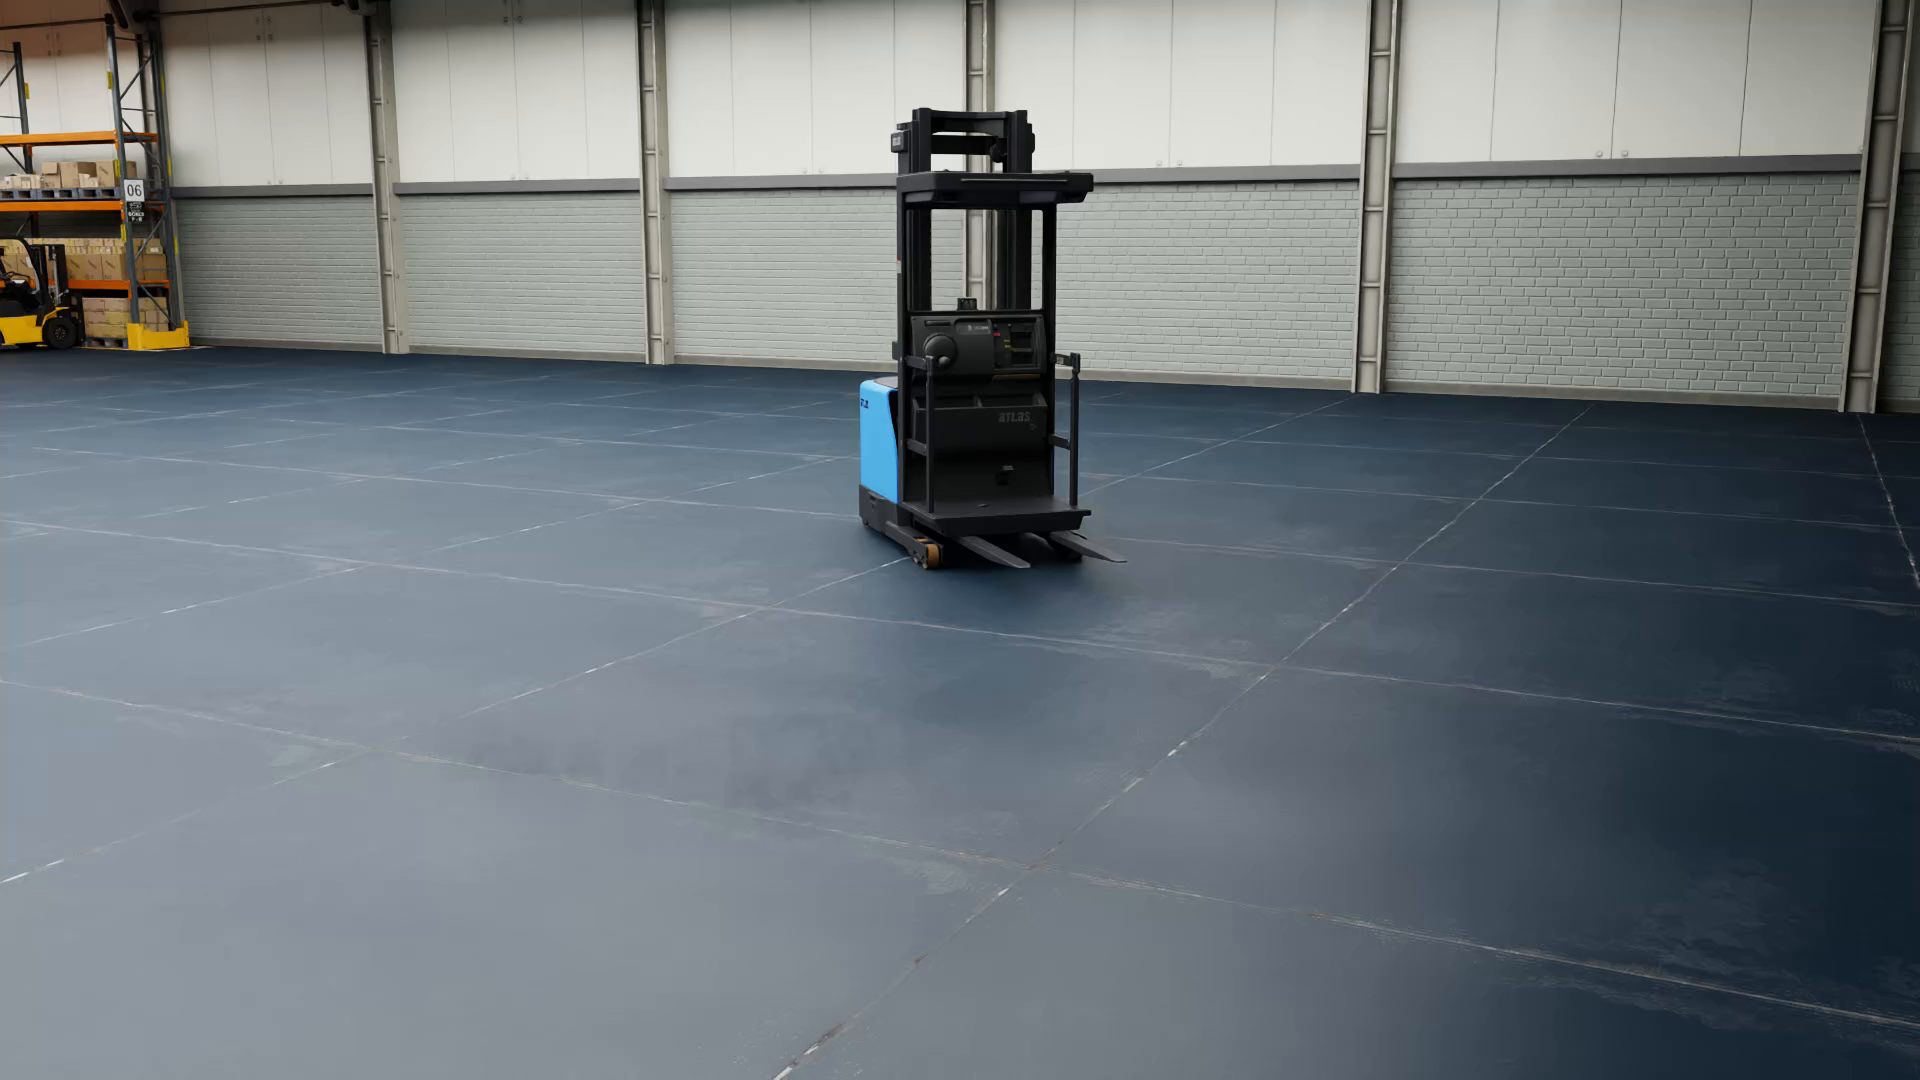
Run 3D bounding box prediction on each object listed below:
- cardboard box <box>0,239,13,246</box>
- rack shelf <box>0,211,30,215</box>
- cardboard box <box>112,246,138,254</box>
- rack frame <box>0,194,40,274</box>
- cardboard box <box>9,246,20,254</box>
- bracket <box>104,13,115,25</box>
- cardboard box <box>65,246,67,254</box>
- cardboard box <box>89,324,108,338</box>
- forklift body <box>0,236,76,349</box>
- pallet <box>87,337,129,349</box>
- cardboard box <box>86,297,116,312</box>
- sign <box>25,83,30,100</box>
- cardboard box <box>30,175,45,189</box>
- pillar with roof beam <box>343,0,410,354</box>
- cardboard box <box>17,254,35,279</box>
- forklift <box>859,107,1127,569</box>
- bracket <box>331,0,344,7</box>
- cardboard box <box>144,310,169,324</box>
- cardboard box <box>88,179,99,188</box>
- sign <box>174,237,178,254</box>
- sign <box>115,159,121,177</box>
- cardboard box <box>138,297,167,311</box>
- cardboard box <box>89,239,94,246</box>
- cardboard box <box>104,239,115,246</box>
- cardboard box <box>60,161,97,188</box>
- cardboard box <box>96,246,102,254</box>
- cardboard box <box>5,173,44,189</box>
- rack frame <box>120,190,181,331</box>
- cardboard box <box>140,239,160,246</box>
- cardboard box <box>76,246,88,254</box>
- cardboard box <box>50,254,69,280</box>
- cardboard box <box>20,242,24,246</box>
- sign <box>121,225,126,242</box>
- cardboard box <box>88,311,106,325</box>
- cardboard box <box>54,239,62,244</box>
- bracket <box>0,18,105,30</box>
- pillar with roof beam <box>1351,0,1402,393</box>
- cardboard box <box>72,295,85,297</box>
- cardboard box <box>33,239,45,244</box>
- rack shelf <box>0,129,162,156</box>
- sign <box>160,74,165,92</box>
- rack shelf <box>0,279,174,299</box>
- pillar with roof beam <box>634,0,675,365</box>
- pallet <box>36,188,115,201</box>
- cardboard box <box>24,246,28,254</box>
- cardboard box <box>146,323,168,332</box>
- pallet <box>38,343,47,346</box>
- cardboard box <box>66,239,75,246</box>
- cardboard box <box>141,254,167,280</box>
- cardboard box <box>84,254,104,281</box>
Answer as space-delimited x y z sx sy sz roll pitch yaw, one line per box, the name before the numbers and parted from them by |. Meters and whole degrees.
cardboard box | -19.067 -5.983 33.428 0.250 0.149 0.380 5 12 27
rack shelf | -21.015 -6.820 34.590 4.000 0.370 1.077 5 11 26
cardboard box | -16.069 -5.577 32.018 0.250 0.149 0.380 5 11 27
rack frame | -19.221 -5.541 33.922 0.127 3.000 1.000 5 11 26
cardboard box | -18.819 -5.822 33.373 0.250 0.149 0.380 5 12 27
bracket | -16.389 -10.124 32.292 0.430 0.232 0.235 5 11 26
cardboard box | -17.414 -5.708 32.743 0.250 0.149 0.380 5 11 25
cardboard box | -16.637 -4.106 32.539 0.500 0.250 0.500 5 11 26
forklift body | -18.142 -4.666 31.472 1.214 2.155 2.313 5 11 26
pallet | -16.339 -3.907 32.725 1.213 0.211 1.003 5 11 26
cardboard box | -16.646 -4.597 32.441 0.500 0.250 0.500 5 12 27
sign | -18.954 -9.117 33.770 0.005 0.325 0.100 5 11 26
cardboard box | -18.025 -7.041 32.707 0.258 0.266 0.396 5 11 24
pillar with roof beam | -12.384 -7.216 26.334 0.548 9.000 9.100 5 11 26
cardboard box | -18.465 -5.475 33.278 0.500 0.500 0.500 5 12 27
forklift | 0.196 -1.336 10.881 1.130 2.935 3.031 -3 11 -18
bracket | -11.008 -9.651 29.679 0.430 0.232 0.235 5 11 26
cardboard box | -15.964 -4.395 32.732 0.500 0.250 0.500 5 12 27
cardboard box | -16.512 -6.851 31.982 0.250 0.149 0.380 5 11 24
sign | -15.383 -5.779 32.584 0.005 0.325 0.100 5 11 26
sign | -15.887 -7.013 31.369 0.005 0.325 0.100 5 11 26
cardboard box | -15.982 -4.639 32.675 0.500 0.250 0.500 5 11 25
cardboard box | -16.721 -5.797 32.401 0.250 0.149 0.380 5 11 26
cardboard box | -16.284 -5.749 32.137 0.250 0.149 0.380 5 11 26
cardboard box | -17.013 -7.099 32.370 0.500 0.500 0.700 5 11 26
cardboard box | -16.517 -5.622 32.270 0.250 0.149 0.380 5 12 27
cardboard box | -18.583 -7.124 33.039 0.500 0.311 0.500 5 12 27
rack frame | -15.634 -5.226 32.181 0.127 3.000 1.000 5 11 26
cardboard box | -15.841 -5.801 32.422 0.250 0.149 0.380 5 11 25
cardboard box | -16.995 -5.657 32.462 0.250 0.149 0.380 5 11 24
cardboard box | -17.568 -5.392 32.820 0.500 0.500 0.500 5 11 26
cardboard box | -18.560 -5.958 33.291 0.250 0.149 0.380 5 11 25
sign | -15.887 -5.826 31.584 0.005 0.325 0.100 5 11 26
cardboard box | -16.654 -4.355 32.508 0.500 0.250 0.500 5 11 25
cardboard box | -17.645 -5.877 32.845 0.250 0.149 0.380 5 11 26
bracket | -18.700 -10.327 33.414 4.783 0.066 0.076 5 11 26
pillar with roof beam | 3.758 -5.798 18.496 0.400 9.000 9.100 5 11 26
cardboard box | -17.786 -4.799 33.558 0.500 0.250 0.500 5 11 26
cardboard box | -18.130 -5.905 32.999 0.250 0.149 0.380 5 11 25
rack shelf | -17.428 -7.784 32.617 4.000 0.370 1.077 5 11 26
sign | -15.383 -8.803 32.036 0.005 0.325 0.100 5 11 26
rack shelf | -17.428 -5.029 33.116 4.000 0.370 1.077 5 11 26
pillar with roof beam | -7.003 -6.743 23.721 0.400 9.000 9.100 5 11 26
pallet | -17.355 -6.814 32.782 1.213 0.211 1.003 5 11 26
cardboard box | -18.385 -5.775 33.112 0.250 0.149 0.380 5 12 27
cardboard box | -15.988 -4.149 32.775 0.500 0.250 0.500 5 11 26
pallet | -18.527 -4.099 33.787 1.213 0.211 1.003 5 11 26
cardboard box | -17.238 -5.819 32.525 0.250 0.149 0.380 5 12 27
cardboard box | -15.956 -5.358 32.633 0.500 0.500 0.500 5 12 28
cardboard box | -16.653 -5.314 32.388 0.500 0.500 0.500 5 12 28
